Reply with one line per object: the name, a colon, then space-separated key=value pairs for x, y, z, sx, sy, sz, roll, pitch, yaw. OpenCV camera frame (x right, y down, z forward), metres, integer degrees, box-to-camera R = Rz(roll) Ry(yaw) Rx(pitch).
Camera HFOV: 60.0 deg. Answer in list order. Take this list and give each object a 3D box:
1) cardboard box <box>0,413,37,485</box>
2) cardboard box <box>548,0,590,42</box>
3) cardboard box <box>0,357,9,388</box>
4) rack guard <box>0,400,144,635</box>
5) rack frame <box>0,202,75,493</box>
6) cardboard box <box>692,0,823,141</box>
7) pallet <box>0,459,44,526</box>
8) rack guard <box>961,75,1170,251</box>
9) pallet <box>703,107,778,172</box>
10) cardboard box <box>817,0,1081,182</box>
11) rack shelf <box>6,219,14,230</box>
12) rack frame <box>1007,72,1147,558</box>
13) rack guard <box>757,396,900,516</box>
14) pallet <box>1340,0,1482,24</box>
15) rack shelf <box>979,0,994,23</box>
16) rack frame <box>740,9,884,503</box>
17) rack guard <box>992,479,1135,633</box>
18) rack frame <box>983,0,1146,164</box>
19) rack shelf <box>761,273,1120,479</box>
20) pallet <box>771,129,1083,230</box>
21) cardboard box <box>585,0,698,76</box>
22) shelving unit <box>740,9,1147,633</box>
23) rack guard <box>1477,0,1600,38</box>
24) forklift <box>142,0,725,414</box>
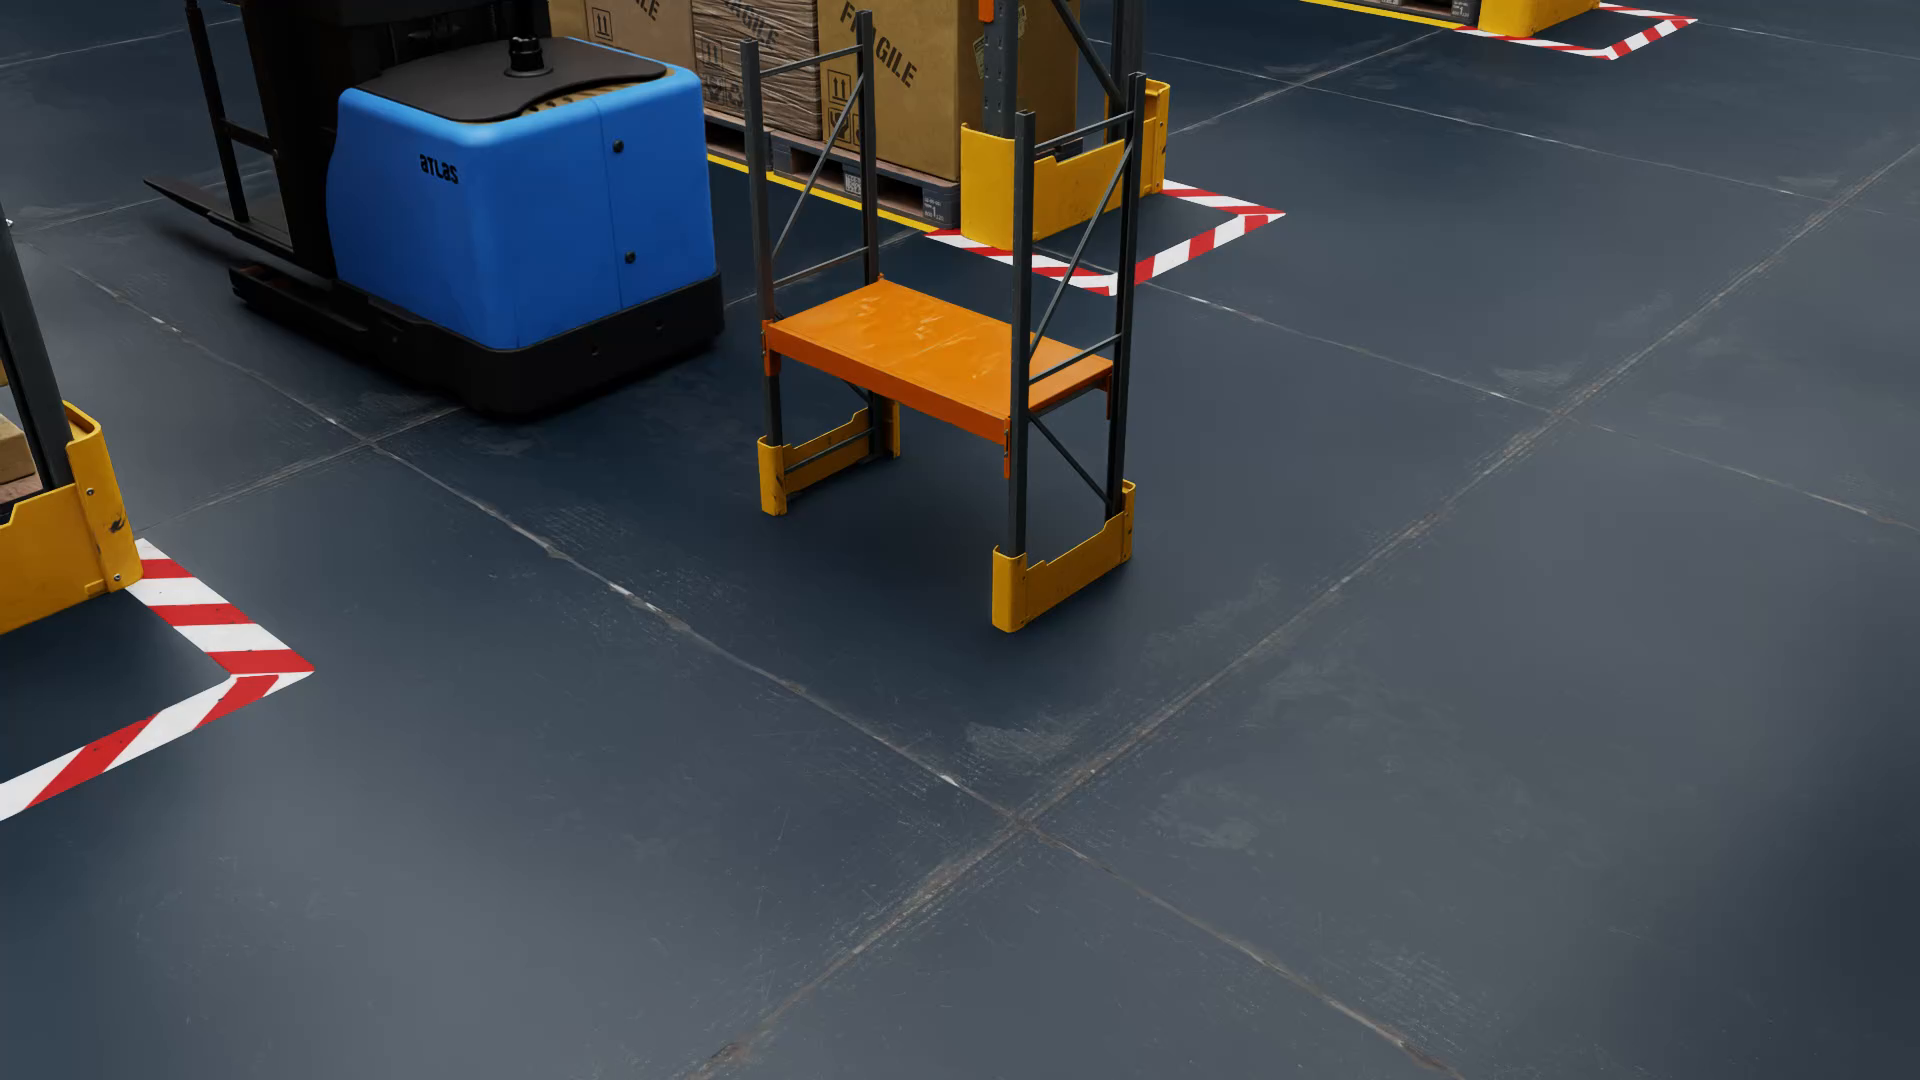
cardboard box: x=-3.098 y=-0.245 z=5.106 sx=0.250 sy=0.149 sz=0.380 roll=26 pitch=40 yaw=36
cardboard box: x=-2.051 y=-3.240 z=9.376 sx=0.875 sy=0.875 sz=0.875 roll=25 pitch=39 yaw=35
cardboard box: x=-3.085 y=-0.508 z=4.965 sx=0.250 sy=0.149 sz=0.380 roll=23 pitch=38 yaw=33
rack guard: x=-2.981 y=0.062 z=4.663 sx=0.348 sy=0.500 sz=1.175 roll=25 pitch=39 yaw=35
rack frame: x=-2.925 y=-0.983 z=3.975 sx=0.127 sy=3.000 sz=1.000 roll=25 pitch=39 yaw=35
cardboard box: x=-0.724 y=-2.620 z=8.347 sx=0.875 sy=0.875 sz=0.875 roll=25 pitch=39 yaw=35
pallet: x=-3.560 y=-0.109 z=5.227 sx=1.213 sy=0.211 sz=1.003 roll=25 pitch=39 yaw=35
rack guard: x=0.496 y=-1.766 z=7.698 sx=0.348 sy=0.500 sz=1.175 roll=25 pitch=39 yaw=35
pallet: x=-1.067 y=-2.319 z=8.898 sx=1.213 sy=0.211 sz=1.003 roll=25 pitch=39 yaw=35
cardboard box: x=-0.050 y=-2.305 z=7.824 sx=0.875 sy=0.875 sz=0.875 roll=25 pitch=39 yaw=35
rack shelf: x=-4.407 y=-1.367 z=5.310 sx=4.000 sy=0.370 sz=1.077 roll=25 pitch=39 yaw=35
rack frame: x=0.314 y=-0.496 z=4.620 sx=0.032 sy=1.500 sz=0.500 roll=25 pitch=39 yaw=35
rack guard: x=-0.426 y=-0.306 z=5.516 sx=0.087 sy=0.250 sz=0.587 roll=25 pitch=39 yaw=35
pallet: x=3.217 y=-3.844 z=11.431 sx=1.213 sy=0.211 sz=1.003 roll=25 pitch=39 yaw=35
rack shelf: x=-1.004 y=-3.229 z=8.402 sx=4.000 sy=0.370 sz=1.077 roll=25 pitch=39 yaw=35
rack frame: x=-0.440 y=-0.848 z=5.204 sx=0.032 sy=1.500 sz=0.500 roll=25 pitch=39 yaw=35
rack guard: x=0.313 y=0.039 z=4.943 sx=0.087 sy=0.250 sz=0.587 roll=25 pitch=39 yaw=35
rack frame: x=0.479 y=-2.845 z=7.067 sx=0.127 sy=3.000 sz=1.000 roll=25 pitch=39 yaw=35
rack shelf: x=-0.063 y=-0.518 z=5.005 sx=1.000 sy=0.185 sz=0.538 roll=25 pitch=39 yaw=35
pallet: x=-0.167 y=-1.897 z=8.196 sx=1.213 sy=0.211 sz=1.003 roll=25 pitch=39 yaw=35
cardboard box: x=-1.384 y=-2.928 z=8.859 sx=0.875 sy=0.875 sz=0.875 roll=25 pitch=39 yaw=35
shelving unit: x=-0.057 y=-0.669 z=4.907 sx=1.083 sy=1.500 sz=0.587 roll=25 pitch=39 yaw=35
rack guard: x=3.829 y=-3.664 z=10.852 sx=0.348 sy=0.500 sz=1.175 roll=25 pitch=39 yaw=35
forklift: x=-2.358 y=-2.331 z=6.280 sx=3.031 sy=2.935 sz=1.130 roll=24 pitch=39 yaw=34
